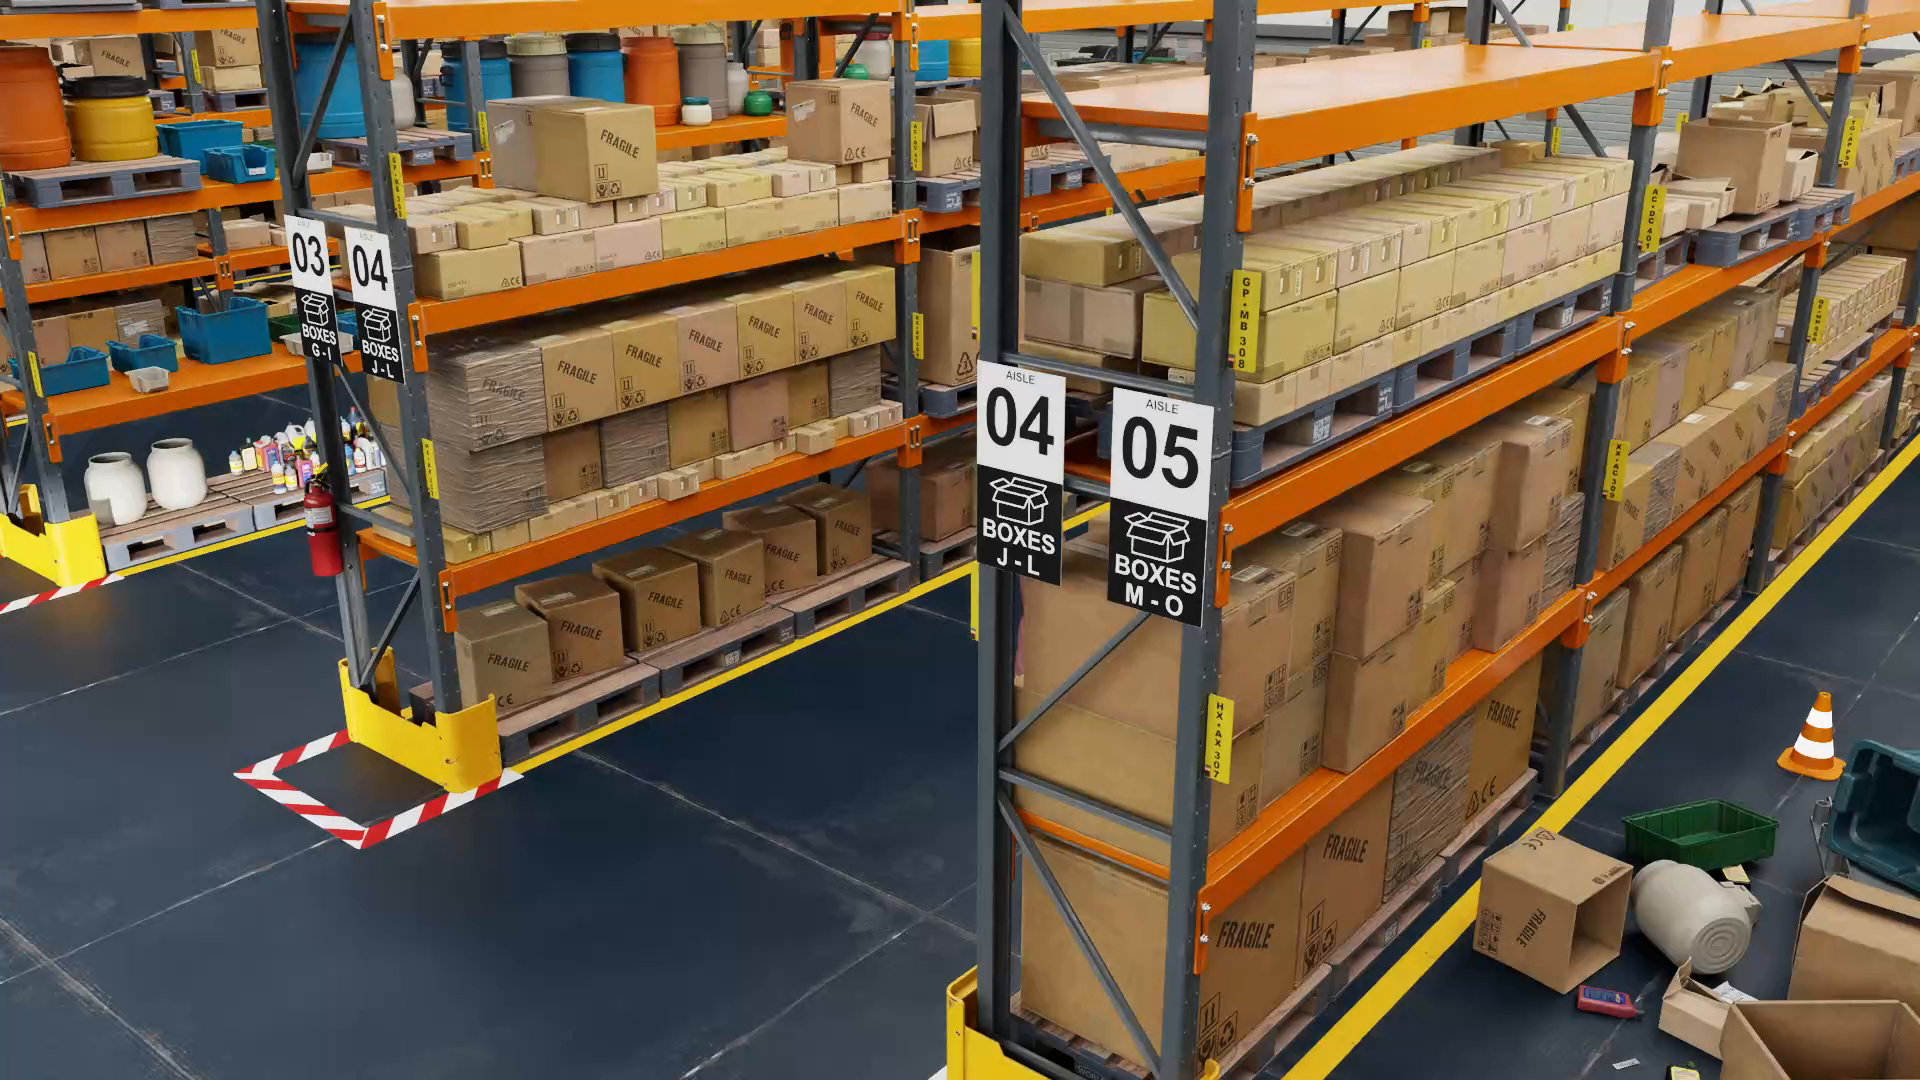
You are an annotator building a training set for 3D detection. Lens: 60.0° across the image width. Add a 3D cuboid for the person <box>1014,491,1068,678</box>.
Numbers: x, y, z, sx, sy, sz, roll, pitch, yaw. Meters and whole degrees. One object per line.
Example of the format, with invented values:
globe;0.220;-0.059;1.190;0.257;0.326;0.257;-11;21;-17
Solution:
person;0.557;0.129;10.735;0.366;1.667;0.519;14;24;33
